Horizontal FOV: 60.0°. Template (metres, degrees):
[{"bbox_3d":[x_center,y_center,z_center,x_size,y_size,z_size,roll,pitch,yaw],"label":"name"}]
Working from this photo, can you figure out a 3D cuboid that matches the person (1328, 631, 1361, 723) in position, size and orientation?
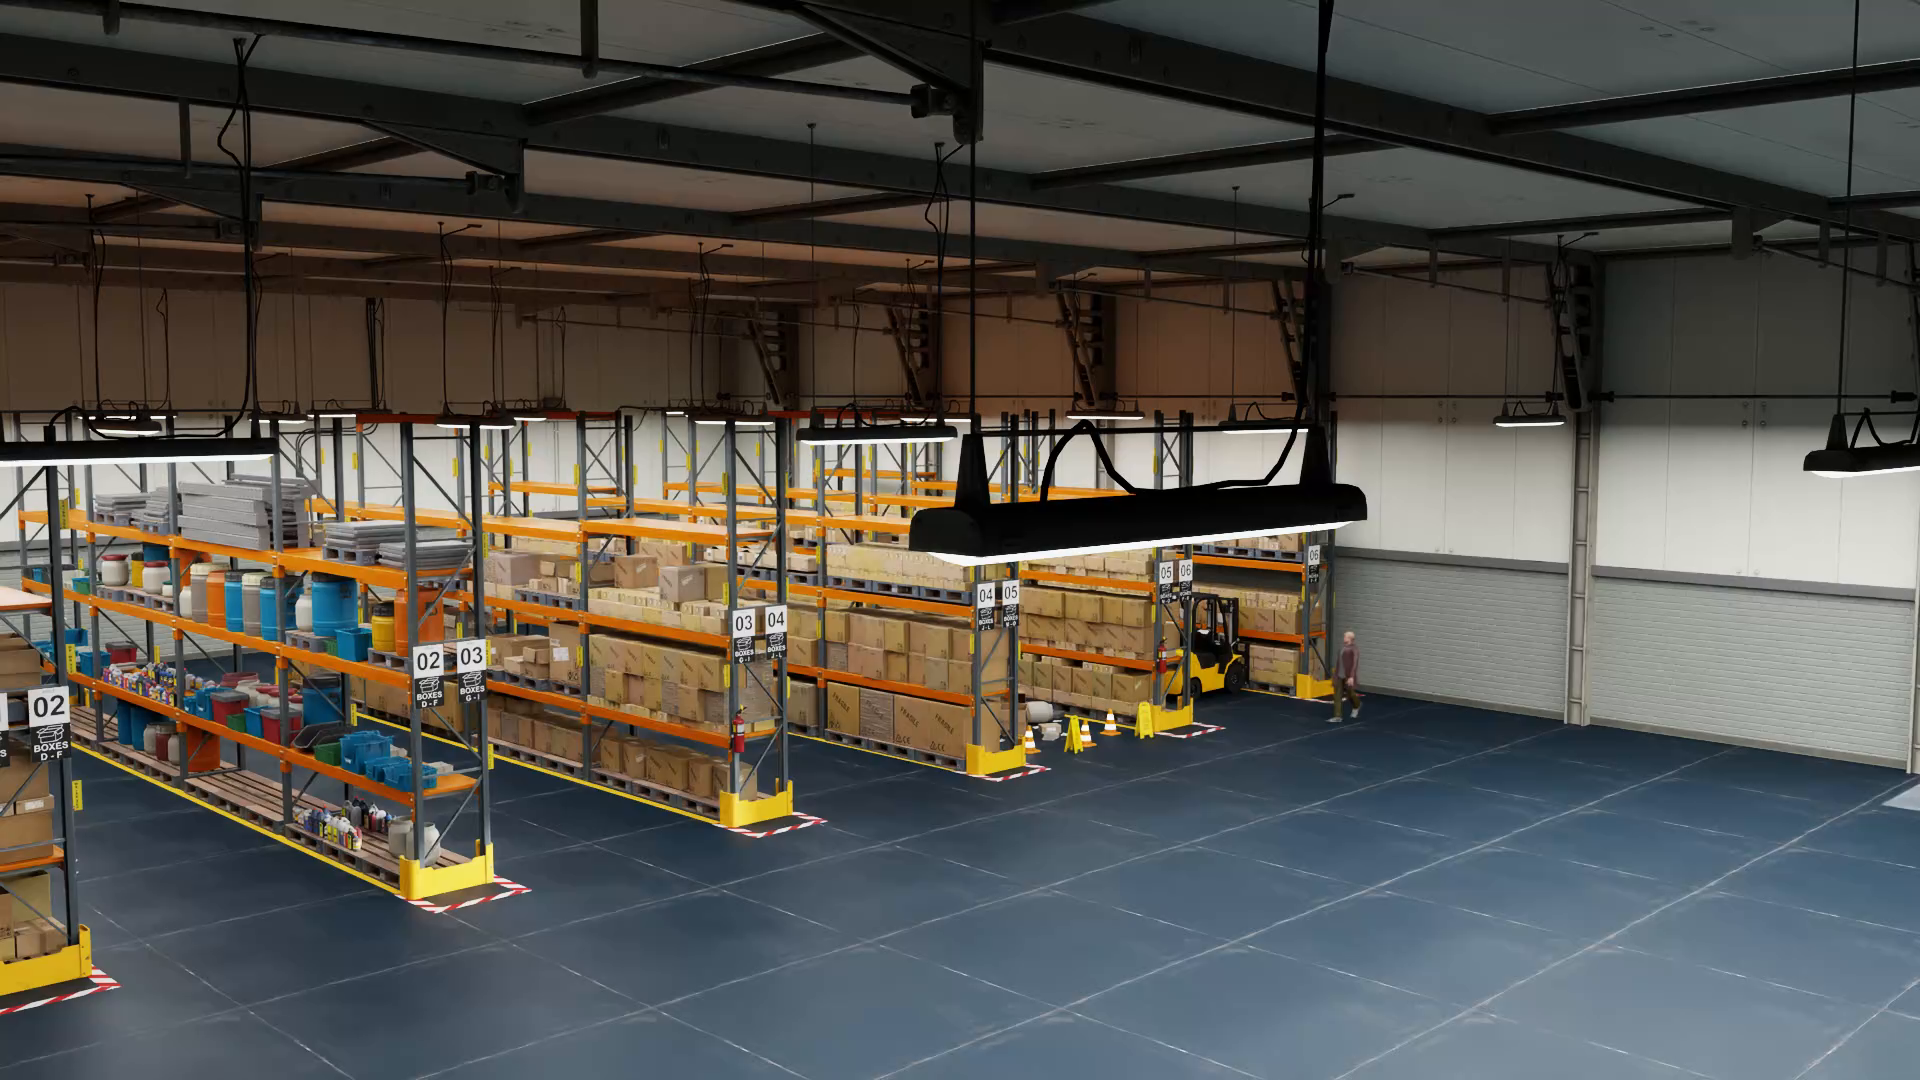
[{"bbox_3d":[7.501,2.651,32.301,0.537,1.755,0.891,3,6,31],"label":"person"}]
